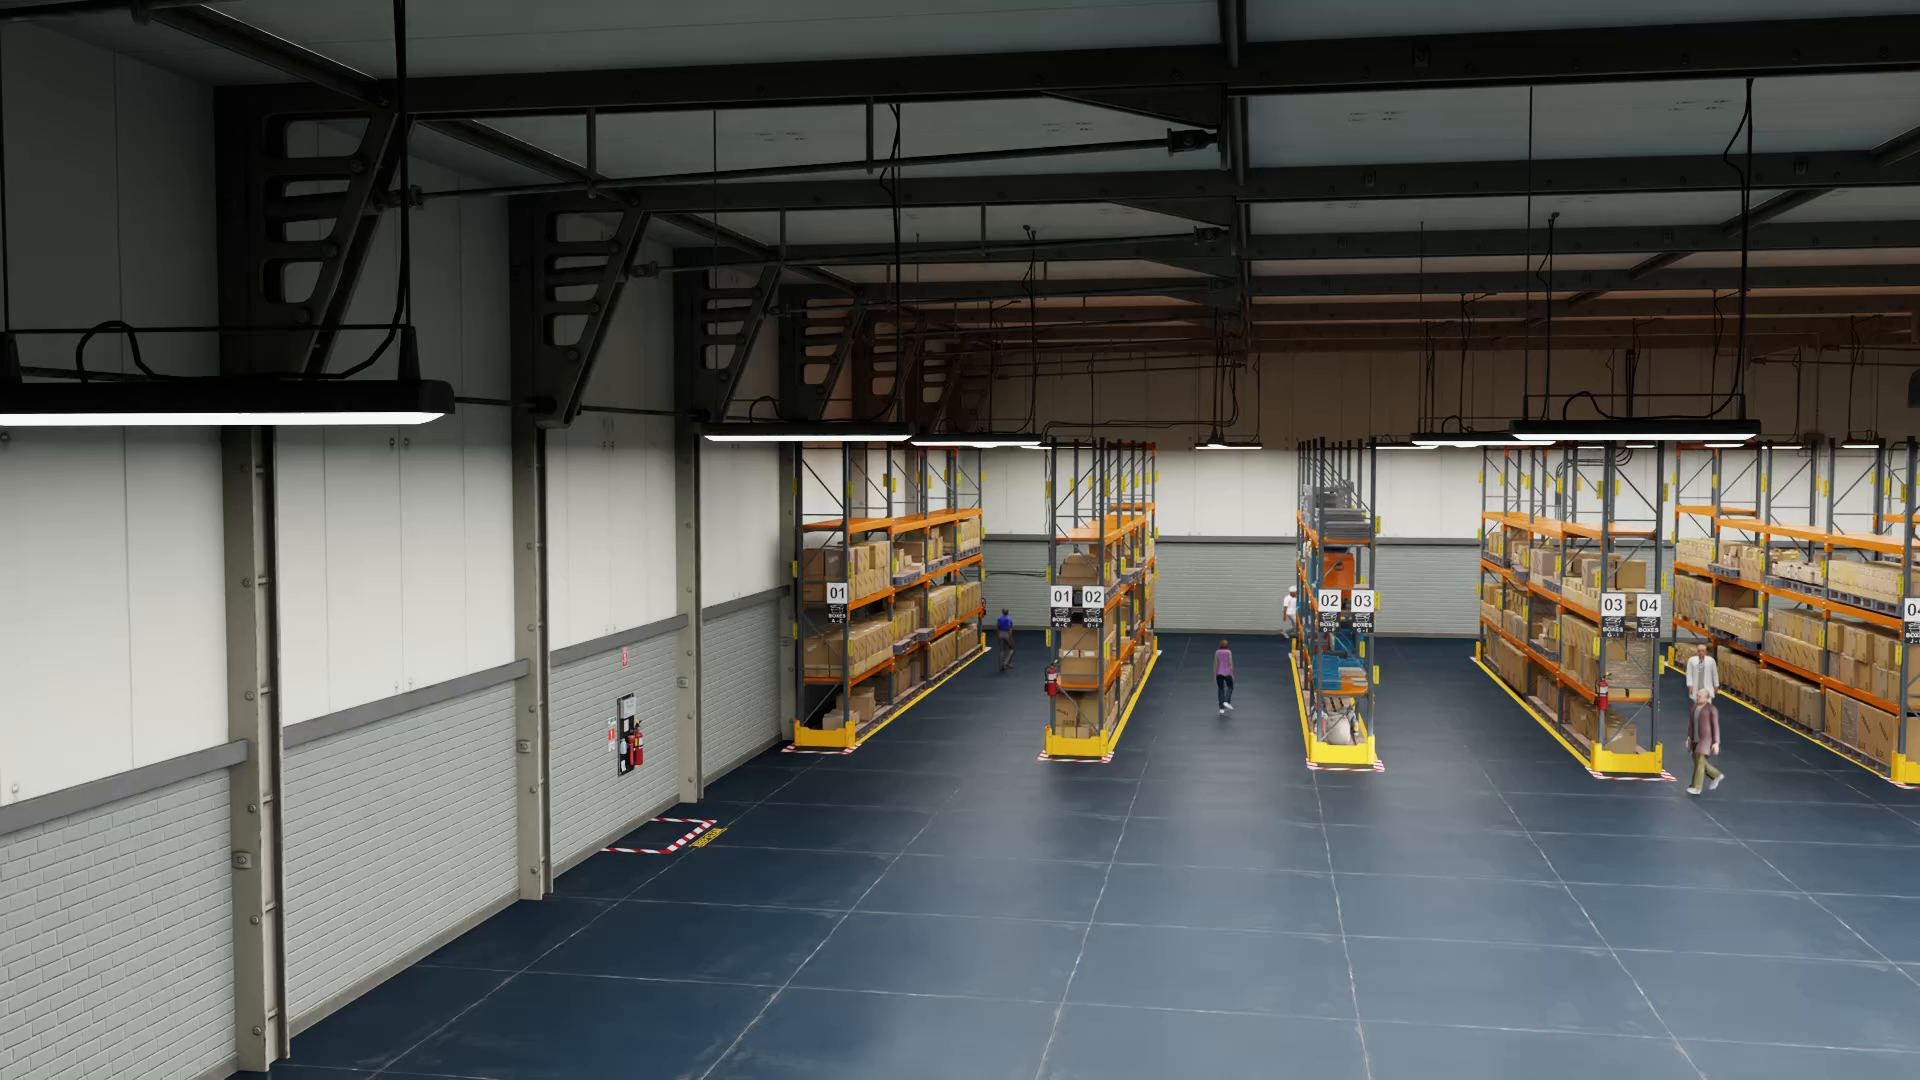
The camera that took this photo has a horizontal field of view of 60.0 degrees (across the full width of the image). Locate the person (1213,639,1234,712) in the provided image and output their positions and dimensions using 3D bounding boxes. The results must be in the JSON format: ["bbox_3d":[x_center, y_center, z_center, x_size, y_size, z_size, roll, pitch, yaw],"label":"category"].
[{"bbox_3d":[5.796,2.982,36.579,0.454,1.586,0.443,1,3,19],"label":"person"}]

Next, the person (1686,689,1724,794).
[{"bbox_3d":[12.513,3.367,27.915,0.934,1.757,0.662,-1,3,-17],"label":"person"}]

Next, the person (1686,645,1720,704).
[{"bbox_3d":[15.210,3.047,34.086,0.622,1.804,0.854,2,4,31],"label":"person"}]

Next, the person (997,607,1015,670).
[{"bbox_3d":[1.183,2.579,43.688,0.491,1.640,0.479,2,4,33],"label":"person"}]

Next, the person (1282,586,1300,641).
[{"bbox_3d":[10.118,2.228,50.477,0.563,1.653,1.013,-2,4,-39],"label":"person"}]
